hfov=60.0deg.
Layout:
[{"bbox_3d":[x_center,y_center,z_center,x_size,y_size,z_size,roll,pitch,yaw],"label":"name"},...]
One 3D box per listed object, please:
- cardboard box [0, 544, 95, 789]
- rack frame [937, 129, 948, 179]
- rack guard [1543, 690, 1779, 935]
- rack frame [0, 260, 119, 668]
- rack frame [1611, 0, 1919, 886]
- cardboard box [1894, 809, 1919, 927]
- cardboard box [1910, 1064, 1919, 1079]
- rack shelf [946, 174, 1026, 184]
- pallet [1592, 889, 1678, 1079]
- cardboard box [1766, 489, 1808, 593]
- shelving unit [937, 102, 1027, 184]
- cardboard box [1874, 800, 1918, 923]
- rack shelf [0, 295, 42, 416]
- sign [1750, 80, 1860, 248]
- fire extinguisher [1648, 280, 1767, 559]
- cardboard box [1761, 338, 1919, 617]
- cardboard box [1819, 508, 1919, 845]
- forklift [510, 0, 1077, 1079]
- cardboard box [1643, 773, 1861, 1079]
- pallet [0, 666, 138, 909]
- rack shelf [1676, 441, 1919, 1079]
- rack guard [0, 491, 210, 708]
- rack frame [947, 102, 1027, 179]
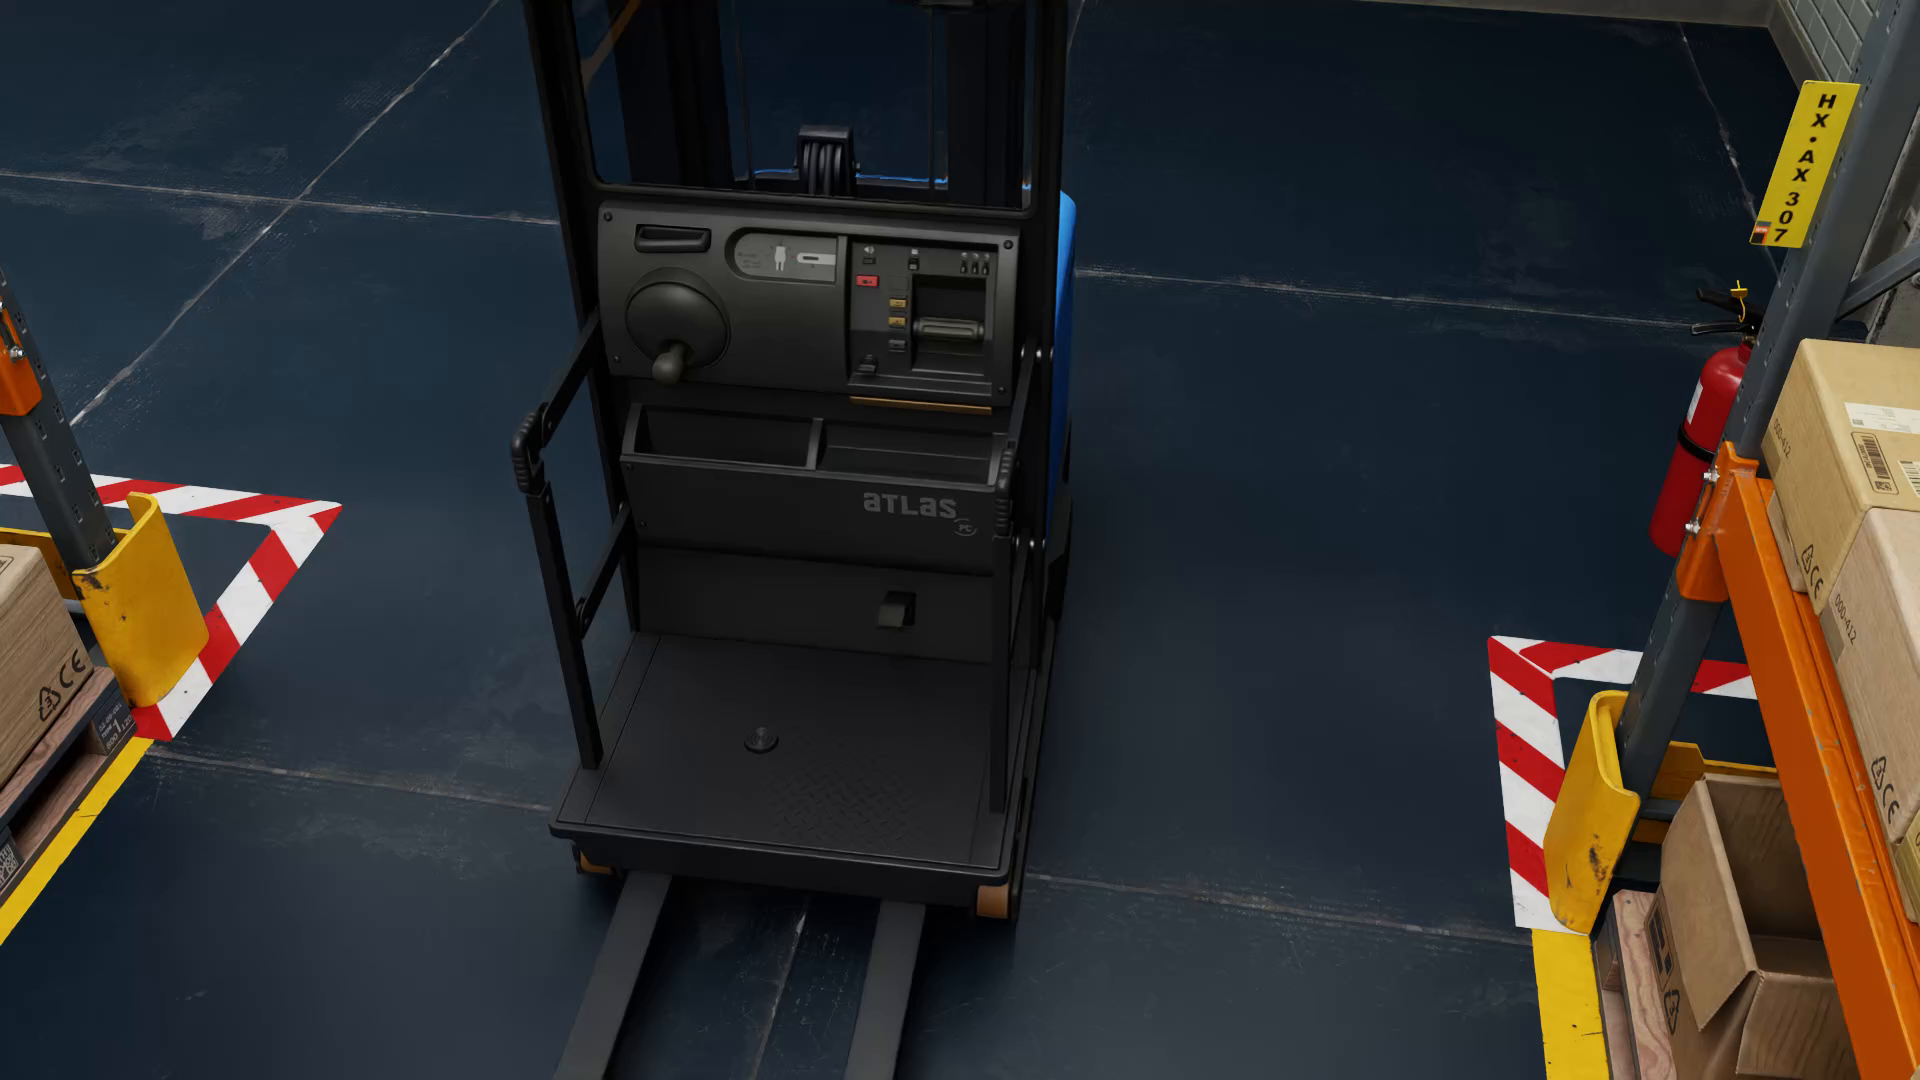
[{"bbox_3d":[-2.825,0.417,4.073,0.875,0.438,0.875,5,40,6],"label":"cardboard box"},{"bbox_3d":[0.054,-0.712,5.170,0.240,1.200,0.006,5,40,6],"label":"rack frame"},{"bbox_3d":[2.067,0.722,3.984,1.175,0.500,0.348,6,40,8],"label":"rack guard"},{"bbox_3d":[-2.810,-0.834,3.905,1.000,3.000,0.127,6,40,8],"label":"rack frame"},{"bbox_3d":[2.080,-0.289,3.246,1.000,3.000,0.127,6,40,8],"label":"rack frame"},{"bbox_3d":[1.564,0.544,2.122,0.500,0.250,0.500,6,40,7],"label":"cardboard box"},{"bbox_3d":[1.481,0.787,2.141,0.380,0.149,0.250,5,40,6],"label":"cardboard box"},{"bbox_3d":[0.067,-1.013,5.038,0.258,0.103,0.180,5,40,6],"label":"rack shelf"},{"bbox_3d":[1.930,1.334,3.471,1.003,0.211,1.213,6,40,8],"label":"pallet"},{"bbox_3d":[1.753,-0.016,3.113,0.380,0.149,0.250,6,40,7],"label":"cardboard box"},{"bbox_3d":[0.067,-0.770,5.239,0.258,1.200,0.189,5,40,6],"label":"shelving unit"},{"bbox_3d":[1.639,0.469,2.526,0.380,0.149,0.250,8,40,9],"label":"cardboard box"},{"bbox_3d":[-3.156,0.698,2.616,1.077,0.370,4.000,6,40,8],"label":"rack shelf"},{"bbox_3d":[1.545,-0.682,3.042,0.100,0.325,0.005,6,40,8],"label":"sign"},{"bbox_3d":[1.650,-0.259,3.562,0.296,0.674,0.183,6,40,8],"label":"fire extinguisher"},{"bbox_3d":[1.736,-0.091,2.890,0.500,0.250,0.500,7,40,8],"label":"cardboard box"},{"bbox_3d":[1.649,0.226,2.507,0.500,0.250,0.500,7,40,8],"label":"cardboard box"},{"bbox_3d":[-0.364,-0.438,3.479,1.130,2.935,3.031,5,40,6],"label":"forklift"},{"bbox_3d":[1.881,0.885,3.456,0.797,0.503,0.637,5,40,6],"label":"cardboard box"},{"bbox_3d":[-2.871,0.751,4.176,1.003,0.211,1.213,6,40,8],"label":"pallet"},{"bbox_3d":[1.734,1.243,1.957,1.077,0.370,4.000,6,40,8],"label":"rack shelf"},{"bbox_3d":[-2.805,0.114,4.719,1.175,0.500,0.348,6,40,8],"label":"rack guard"},{"bbox_3d":[0.079,-0.828,5.309,0.240,1.200,0.006,5,40,6],"label":"rack frame"}]
